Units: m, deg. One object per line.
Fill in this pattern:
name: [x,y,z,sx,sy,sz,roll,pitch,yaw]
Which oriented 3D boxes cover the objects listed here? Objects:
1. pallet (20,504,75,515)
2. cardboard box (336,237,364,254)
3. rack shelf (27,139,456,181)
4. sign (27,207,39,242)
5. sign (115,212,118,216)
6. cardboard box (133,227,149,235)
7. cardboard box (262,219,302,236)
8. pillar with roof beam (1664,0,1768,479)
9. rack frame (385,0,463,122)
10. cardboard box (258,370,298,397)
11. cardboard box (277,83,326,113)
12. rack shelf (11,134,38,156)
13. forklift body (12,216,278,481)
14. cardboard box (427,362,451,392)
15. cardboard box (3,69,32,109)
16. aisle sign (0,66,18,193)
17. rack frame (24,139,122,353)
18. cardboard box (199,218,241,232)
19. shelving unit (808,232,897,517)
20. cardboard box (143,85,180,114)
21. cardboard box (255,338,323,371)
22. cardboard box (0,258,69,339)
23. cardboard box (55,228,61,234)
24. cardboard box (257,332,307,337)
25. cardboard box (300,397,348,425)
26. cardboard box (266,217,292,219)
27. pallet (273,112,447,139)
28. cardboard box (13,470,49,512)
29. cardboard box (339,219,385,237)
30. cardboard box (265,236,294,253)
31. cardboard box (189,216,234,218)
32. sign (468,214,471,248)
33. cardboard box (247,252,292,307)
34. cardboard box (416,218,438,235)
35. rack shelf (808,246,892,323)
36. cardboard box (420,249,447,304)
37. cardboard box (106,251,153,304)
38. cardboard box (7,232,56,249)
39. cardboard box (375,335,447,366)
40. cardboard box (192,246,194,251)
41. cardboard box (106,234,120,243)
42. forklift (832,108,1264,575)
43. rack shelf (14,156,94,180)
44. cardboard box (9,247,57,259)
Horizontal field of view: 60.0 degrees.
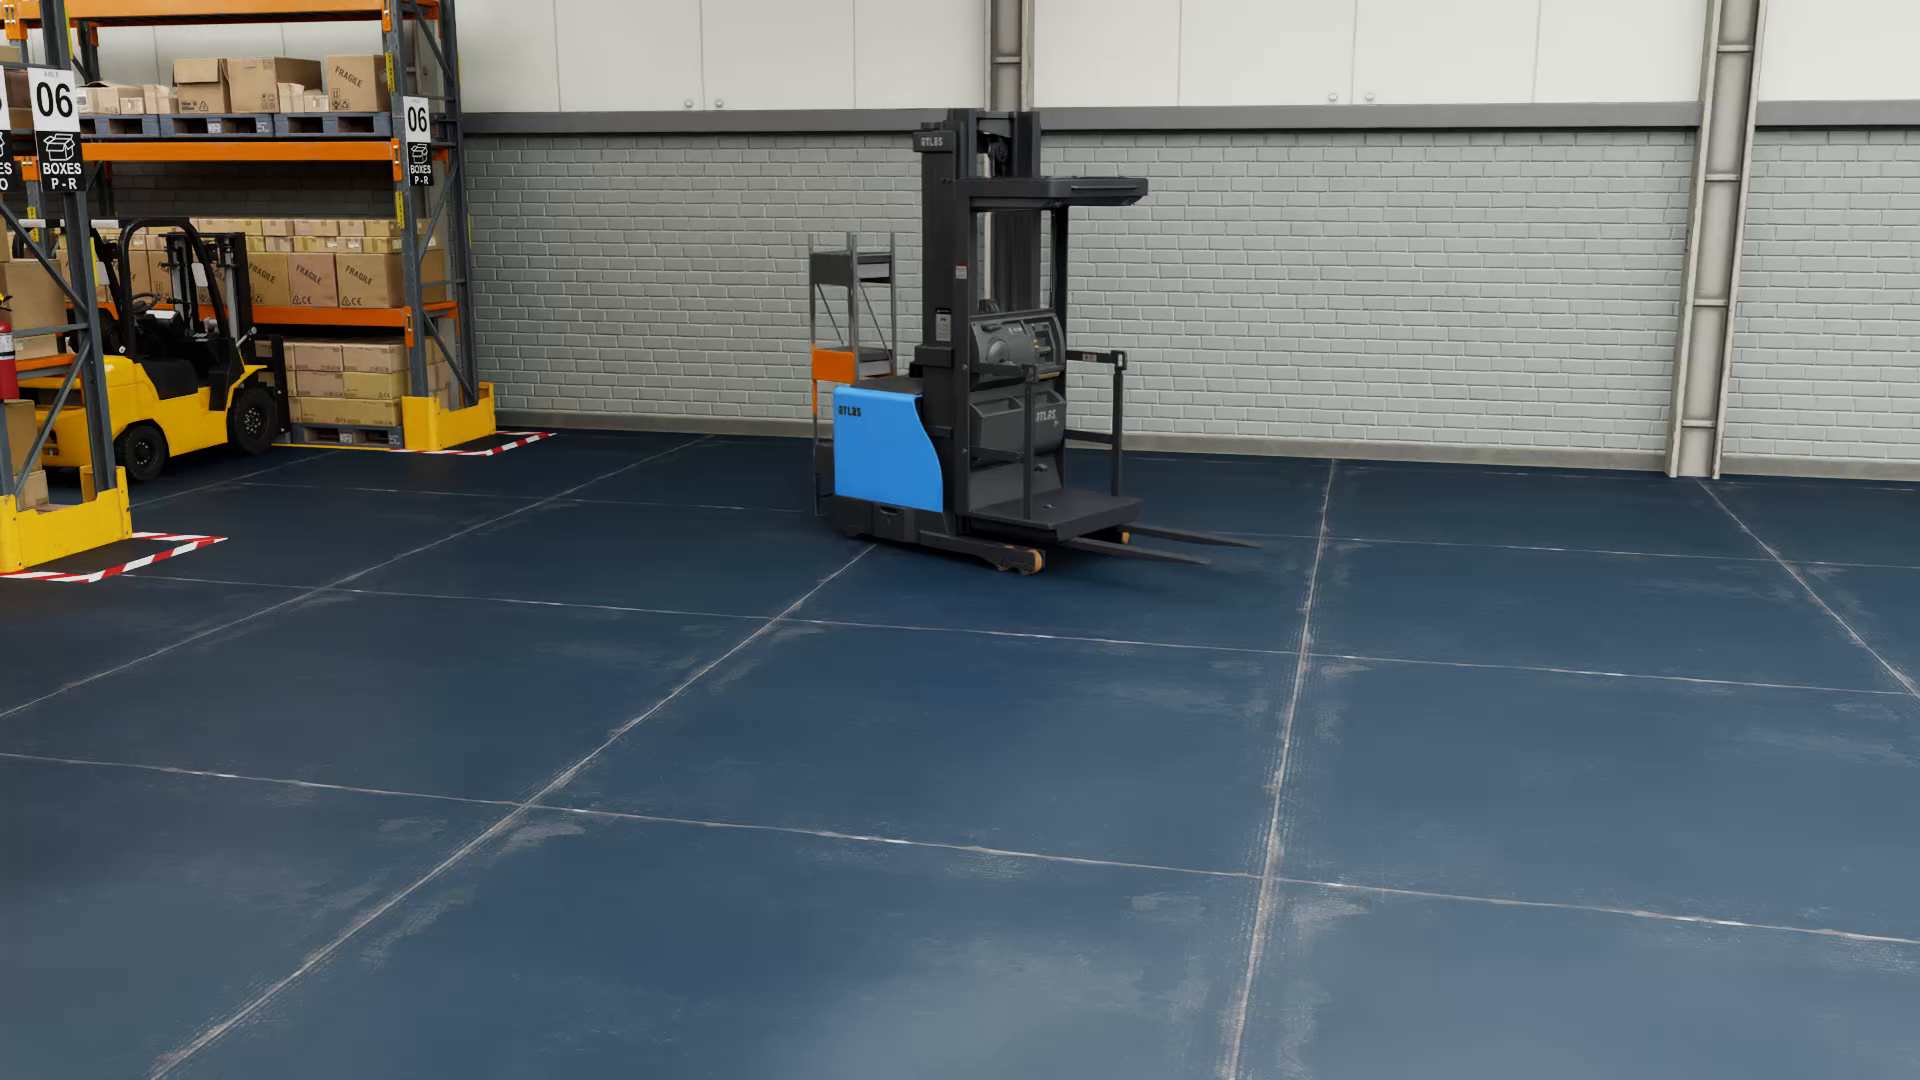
pallet: [-6.962,-0.068,11.555,1.213,0.211,1.003,3,13,14]
cardboard box: [-5.582,-2.752,15.483,0.250,0.149,0.380,3,13,14]
rack shelf: [-6.864,-3.637,15.938,4.000,0.370,1.077,3,13,14]
sign: [-8.927,-3.040,16.019,0.005,0.325,0.100,3,13,14]
sign: [-8.675,-3.206,17.077,0.005,0.325,0.100,3,13,14]
cardboard box: [-7.817,-3.019,15.999,0.250,0.149,0.380,3,13,15]
cardboard box: [-6.332,-2.938,15.636,0.250,0.149,0.380,3,13,15]
pillar with roof beam: [5.236,-4.047,9.197,0.400,9.000,9.100,3,13,14]
rack frame: [-4.923,-5.349,15.067,0.127,3.000,1.000,3,13,14]
cardboard box: [-6.461,-1.537,15.961,0.500,0.250,0.500,3,13,12]
cardboard box: [-6.046,-4.065,15.316,0.258,0.266,0.396,3,13,14]
rack shelf: [-8.050,-2.593,11.232,4.000,0.370,1.077,3,13,14]
forklift body: [-7.201,-1.721,14.523,1.214,2.155,2.313,3,13,14]
cardboard box: [-5.329,-1.595,16.222,0.500,0.250,0.500,3,13,15]
cardboard box: [-6.533,-2.995,11.041,0.500,0.250,0.500,3,13,13]
aisle sign: [-6.118,-2.581,10.441,0.004,0.787,0.394,3,13,14]
rack frame: [-8.806,-2.628,16.653,0.127,3.000,1.000,3,13,14]
cardboard box: [-7.052,-3.000,15.916,0.250,0.149,0.380,3,13,14]
shelving unit: [-0.779,-1.198,12.267,0.431,2.100,0.503,-12,16,-43]
cardboard box: [-7.438,-4.140,15.651,0.258,0.266,0.396,3,13,12]
cardboard box: [-6.434,-1.779,15.896,0.500,0.250,0.500,3,13,14]
cardboard box: [-6.502,-1.653,11.342,0.500,0.500,0.500,3,13,13]
cardboard box: [-8.568,-3.060,16.184,0.250,0.149,0.380,3,13,15]
cardboard box: [-6.809,-1.917,16.520,0.500,0.250,0.500,3,13,12]
cardboard box: [-5.935,-1.269,15.905,0.500,0.250,0.500,3,13,14]
cardboard box: [-6.692,-3.080,16.274,0.250,0.149,0.380,3,13,14]
pallet: [-5.603,-3.884,15.592,1.213,0.211,1.003,3,13,14]
cardboard box: [-6.825,-0.339,11.715,0.500,0.250,0.500,3,13,13]
cardboard box: [-5.568,-2.911,15.516,0.250,0.149,0.380,3,13,14]
cardboard box: [-6.327,-2.797,15.688,0.250,0.149,0.380,3,13,12]
cardboard box: [-7.425,-3.135,16.525,0.250,0.149,0.380,3,13,13]
sign: [-4.784,-2.998,16.139,0.005,0.325,0.100,3,13,14]
cardboard box: [-6.462,-2.495,15.822,0.500,0.500,0.500,3,13,12]
cardboard box: [-5.197,-2.993,15.885,0.250,0.149,0.380,3,13,12]
rack shelf: [-0.784,-1.869,12.126,0.431,0.518,0.480,-12,16,-43]
cardboard box: [-5.337,-2.553,16.085,0.500,0.500,0.500,3,13,15]
cardboard box: [-7.928,-2.575,16.185,0.500,0.500,0.500,3,13,15]
cardboard box: [-9.191,-2.964,16.441,0.250,0.149,0.380,4,13,15]
cardboard box: [-5.344,-1.836,16.153,0.500,0.250,0.500,3,13,13]
cardboard box: [-7.324,-2.849,15.921,0.250,0.149,0.380,3,13,12]
cardboard box: [-8.048,-2.901,16.154,0.250,0.149,0.380,3,13,13]
forklift: [0.551,-1.334,10.979,3.031,2.935,1.130,10,16,39]
rack shelf: [-10.748,-3.845,16.874,4.000,0.370,1.077,3,13,14]
cardboard box: [-9.344,-2.770,16.487,0.500,0.250,0.500,3,13,12]
